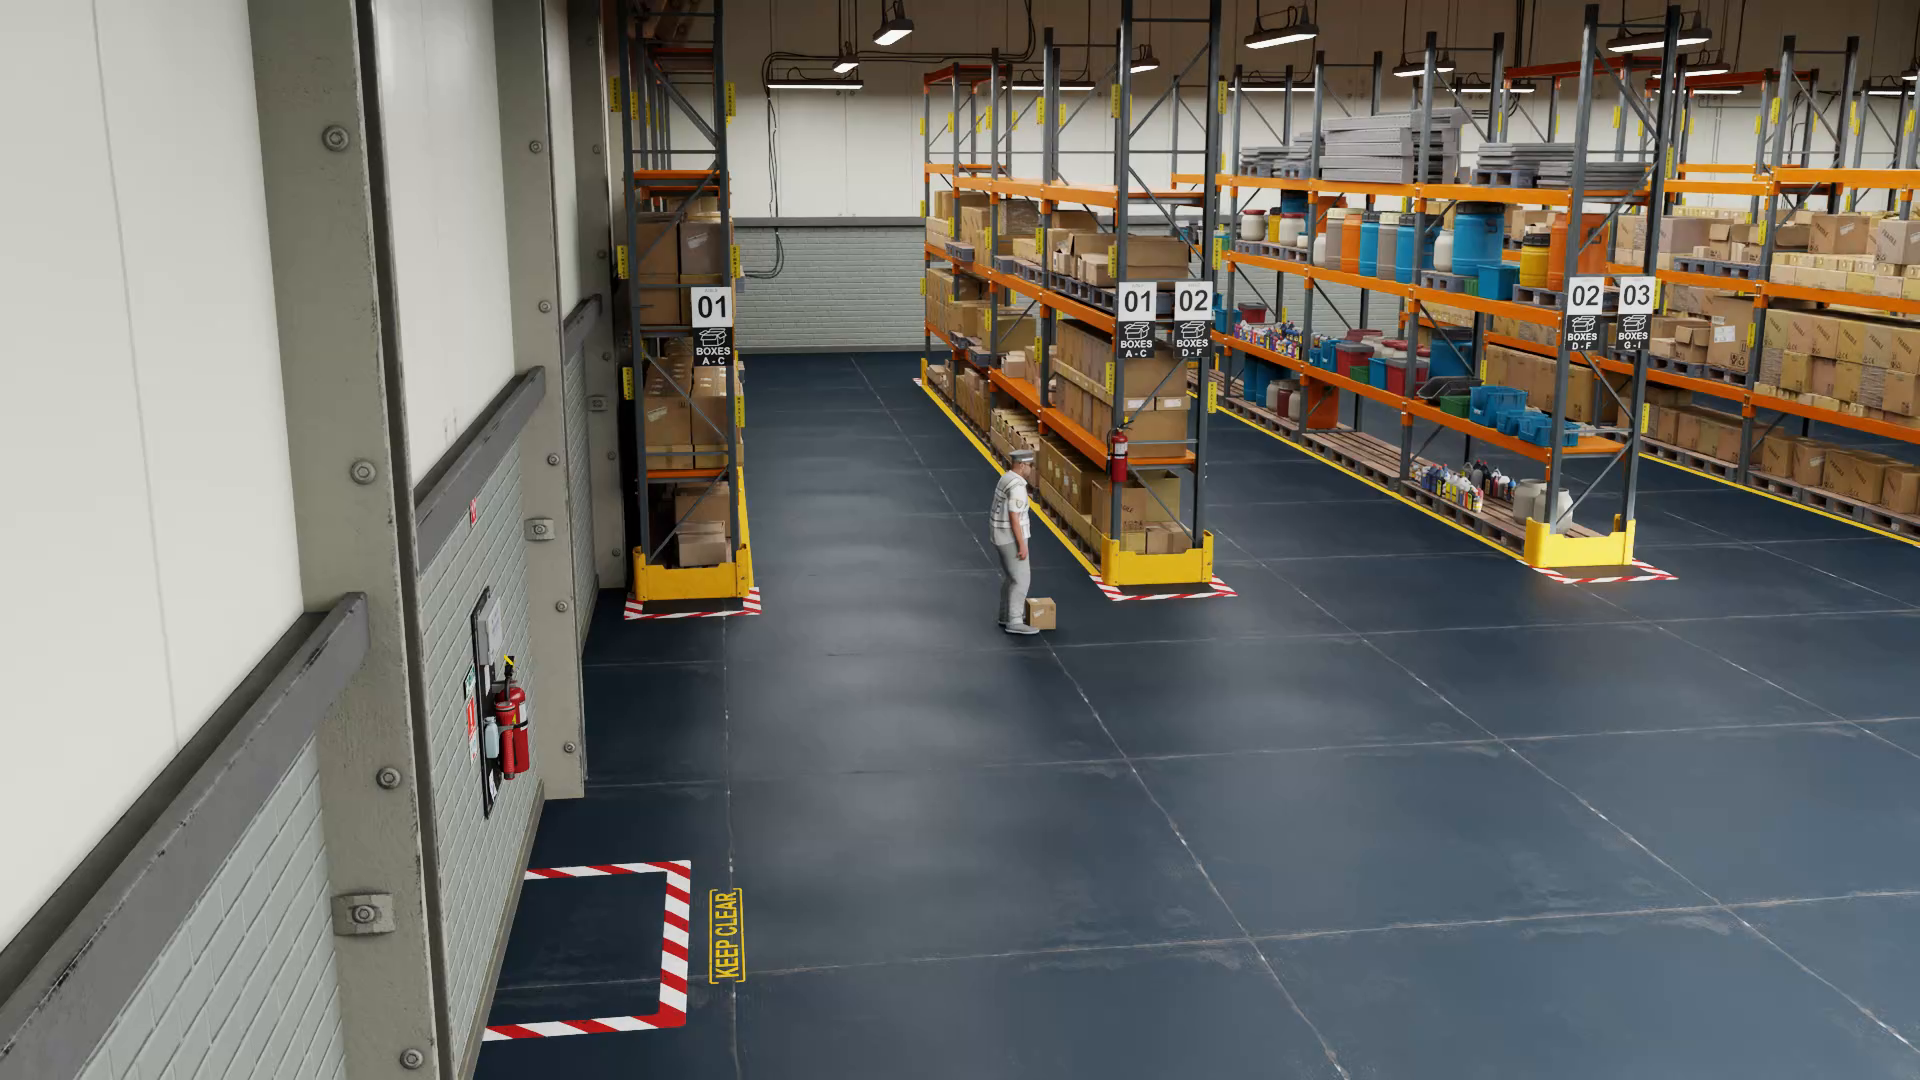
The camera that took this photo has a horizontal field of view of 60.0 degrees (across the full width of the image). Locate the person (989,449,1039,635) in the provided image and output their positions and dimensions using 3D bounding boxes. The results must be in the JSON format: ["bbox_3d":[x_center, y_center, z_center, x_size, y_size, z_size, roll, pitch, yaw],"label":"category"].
[{"bbox_3d":[0.510,0.000,15.969,0.436,1.747,0.583,-2,13,-9],"label":"person"}]
